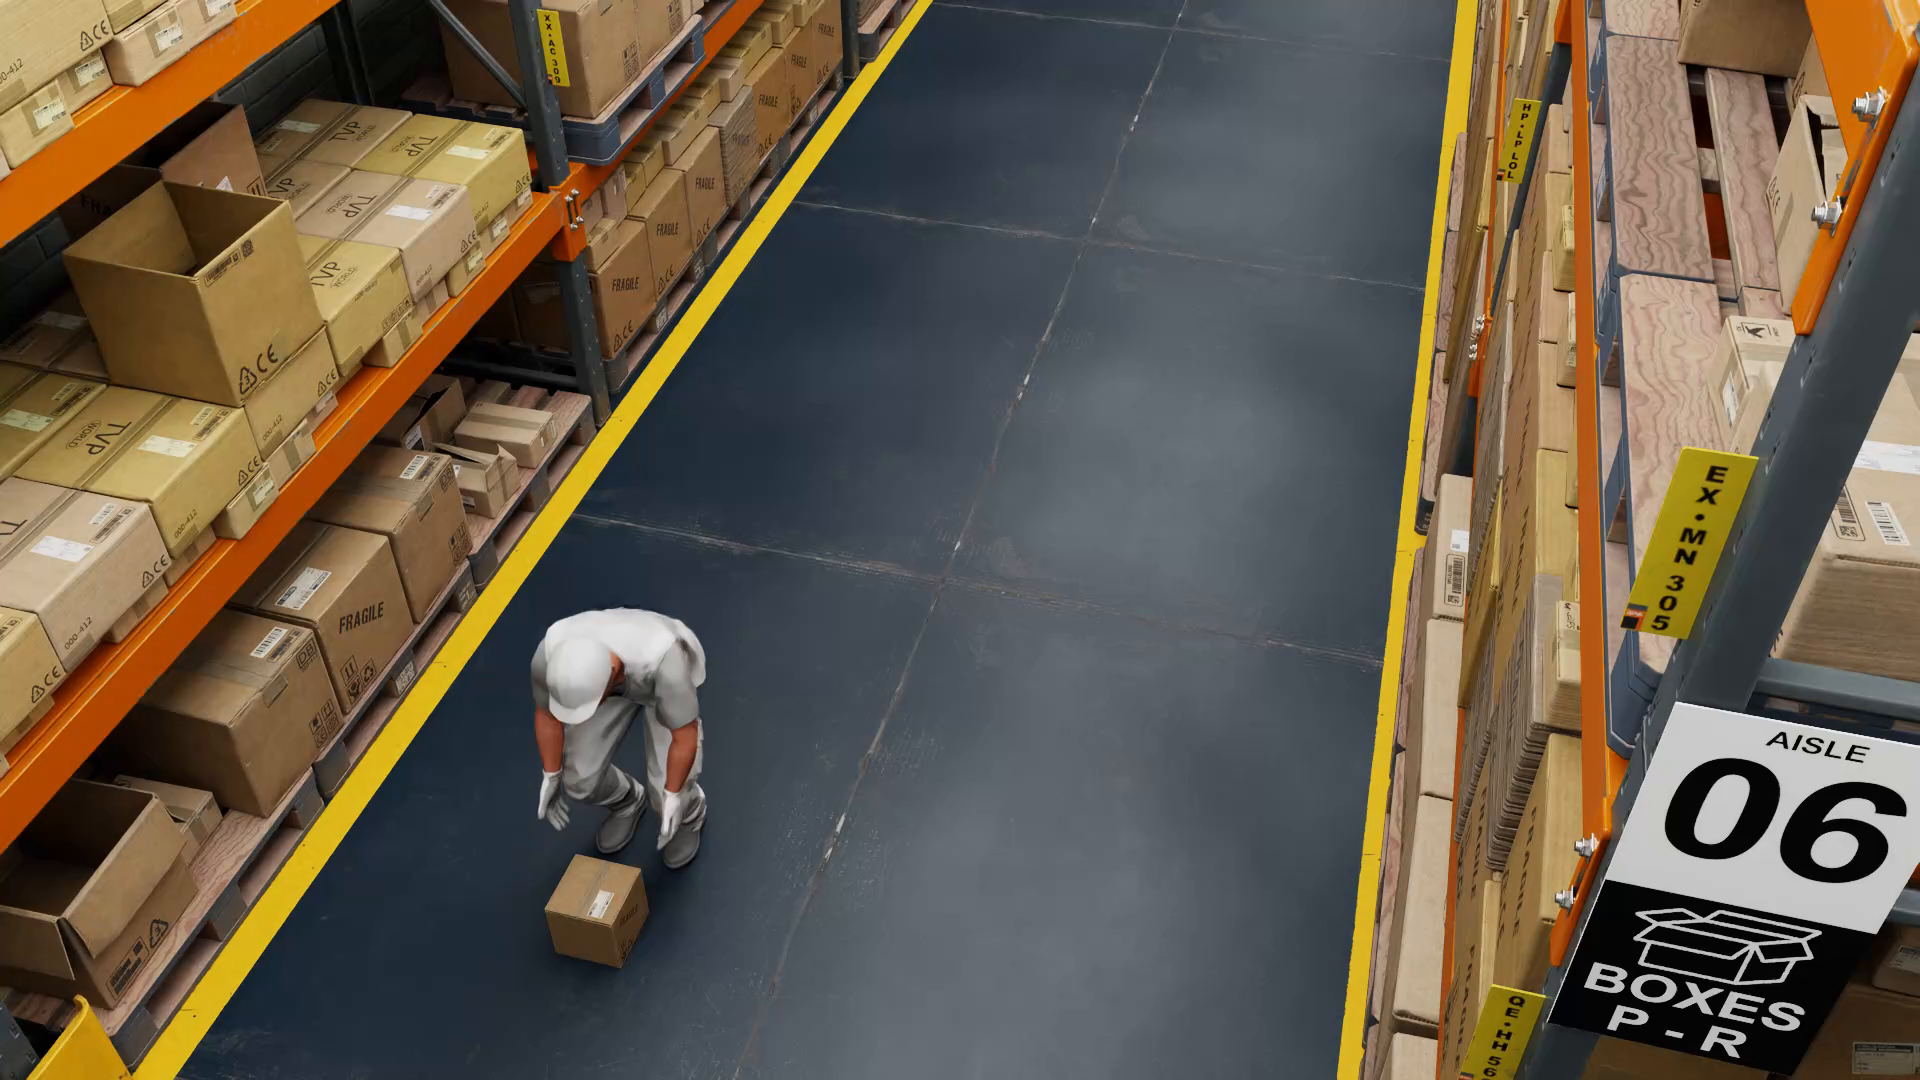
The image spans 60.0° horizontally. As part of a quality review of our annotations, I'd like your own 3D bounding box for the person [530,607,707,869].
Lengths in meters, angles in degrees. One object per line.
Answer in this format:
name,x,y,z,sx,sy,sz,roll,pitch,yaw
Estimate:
person,-1.124,0.652,5.740,0.584,1.321,0.808,10,42,11
